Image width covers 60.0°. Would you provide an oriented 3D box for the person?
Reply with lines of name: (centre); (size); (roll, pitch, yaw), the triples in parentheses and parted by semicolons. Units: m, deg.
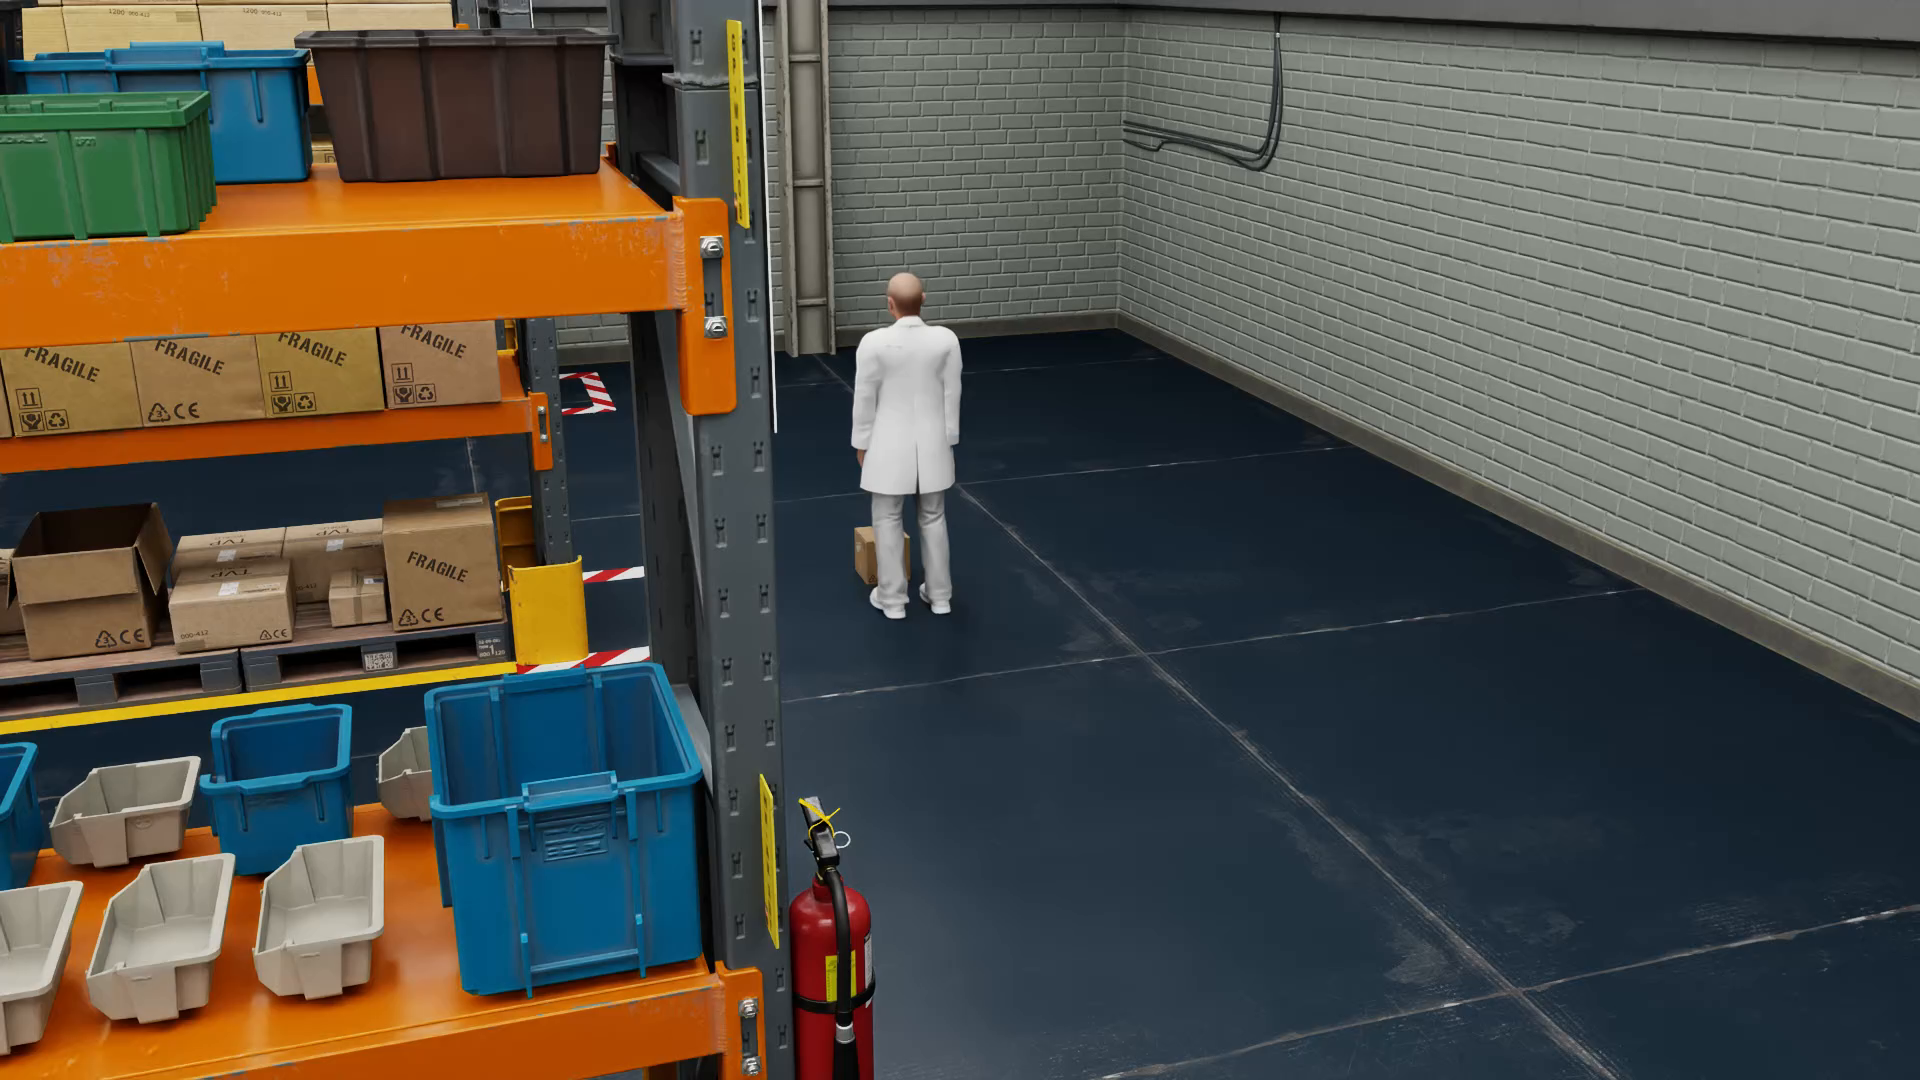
person: (-0.281, -0.482, 8.501); (0.562, 1.775, 0.377); (-6, 20, -16)
